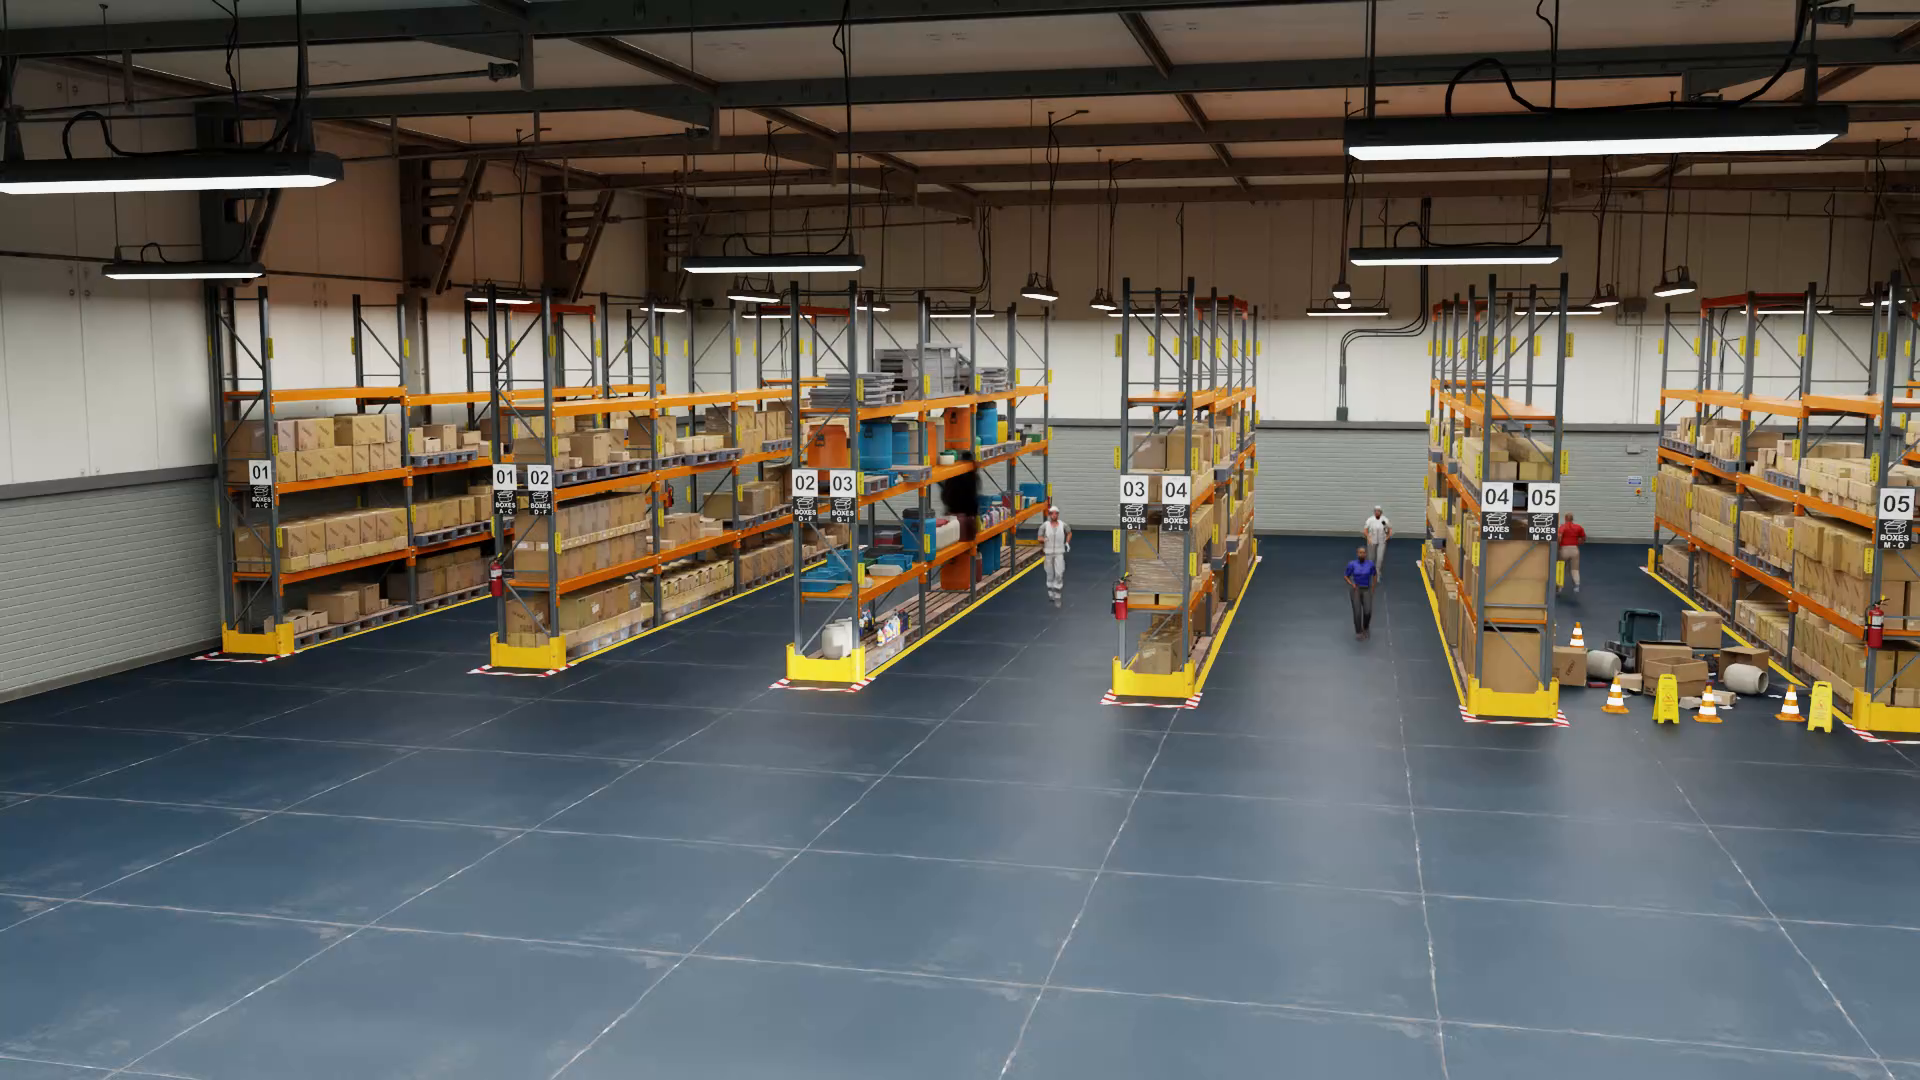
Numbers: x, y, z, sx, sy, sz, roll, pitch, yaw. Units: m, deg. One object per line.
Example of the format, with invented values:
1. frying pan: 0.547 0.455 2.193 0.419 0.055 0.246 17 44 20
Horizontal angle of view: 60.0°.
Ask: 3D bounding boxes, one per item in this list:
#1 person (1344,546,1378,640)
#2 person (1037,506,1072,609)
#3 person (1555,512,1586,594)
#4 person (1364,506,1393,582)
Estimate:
1. person: 6.881 0.920 28.528 0.576 1.619 0.580 1 7 10
2. person: 1.743 0.319 30.692 0.632 1.879 0.687 0 7 4
3. person: 12.278 0.321 33.484 0.628 1.747 1.140 1 7 8
4. person: 9.055 0.071 36.025 0.609 1.653 0.668 1 7 12
